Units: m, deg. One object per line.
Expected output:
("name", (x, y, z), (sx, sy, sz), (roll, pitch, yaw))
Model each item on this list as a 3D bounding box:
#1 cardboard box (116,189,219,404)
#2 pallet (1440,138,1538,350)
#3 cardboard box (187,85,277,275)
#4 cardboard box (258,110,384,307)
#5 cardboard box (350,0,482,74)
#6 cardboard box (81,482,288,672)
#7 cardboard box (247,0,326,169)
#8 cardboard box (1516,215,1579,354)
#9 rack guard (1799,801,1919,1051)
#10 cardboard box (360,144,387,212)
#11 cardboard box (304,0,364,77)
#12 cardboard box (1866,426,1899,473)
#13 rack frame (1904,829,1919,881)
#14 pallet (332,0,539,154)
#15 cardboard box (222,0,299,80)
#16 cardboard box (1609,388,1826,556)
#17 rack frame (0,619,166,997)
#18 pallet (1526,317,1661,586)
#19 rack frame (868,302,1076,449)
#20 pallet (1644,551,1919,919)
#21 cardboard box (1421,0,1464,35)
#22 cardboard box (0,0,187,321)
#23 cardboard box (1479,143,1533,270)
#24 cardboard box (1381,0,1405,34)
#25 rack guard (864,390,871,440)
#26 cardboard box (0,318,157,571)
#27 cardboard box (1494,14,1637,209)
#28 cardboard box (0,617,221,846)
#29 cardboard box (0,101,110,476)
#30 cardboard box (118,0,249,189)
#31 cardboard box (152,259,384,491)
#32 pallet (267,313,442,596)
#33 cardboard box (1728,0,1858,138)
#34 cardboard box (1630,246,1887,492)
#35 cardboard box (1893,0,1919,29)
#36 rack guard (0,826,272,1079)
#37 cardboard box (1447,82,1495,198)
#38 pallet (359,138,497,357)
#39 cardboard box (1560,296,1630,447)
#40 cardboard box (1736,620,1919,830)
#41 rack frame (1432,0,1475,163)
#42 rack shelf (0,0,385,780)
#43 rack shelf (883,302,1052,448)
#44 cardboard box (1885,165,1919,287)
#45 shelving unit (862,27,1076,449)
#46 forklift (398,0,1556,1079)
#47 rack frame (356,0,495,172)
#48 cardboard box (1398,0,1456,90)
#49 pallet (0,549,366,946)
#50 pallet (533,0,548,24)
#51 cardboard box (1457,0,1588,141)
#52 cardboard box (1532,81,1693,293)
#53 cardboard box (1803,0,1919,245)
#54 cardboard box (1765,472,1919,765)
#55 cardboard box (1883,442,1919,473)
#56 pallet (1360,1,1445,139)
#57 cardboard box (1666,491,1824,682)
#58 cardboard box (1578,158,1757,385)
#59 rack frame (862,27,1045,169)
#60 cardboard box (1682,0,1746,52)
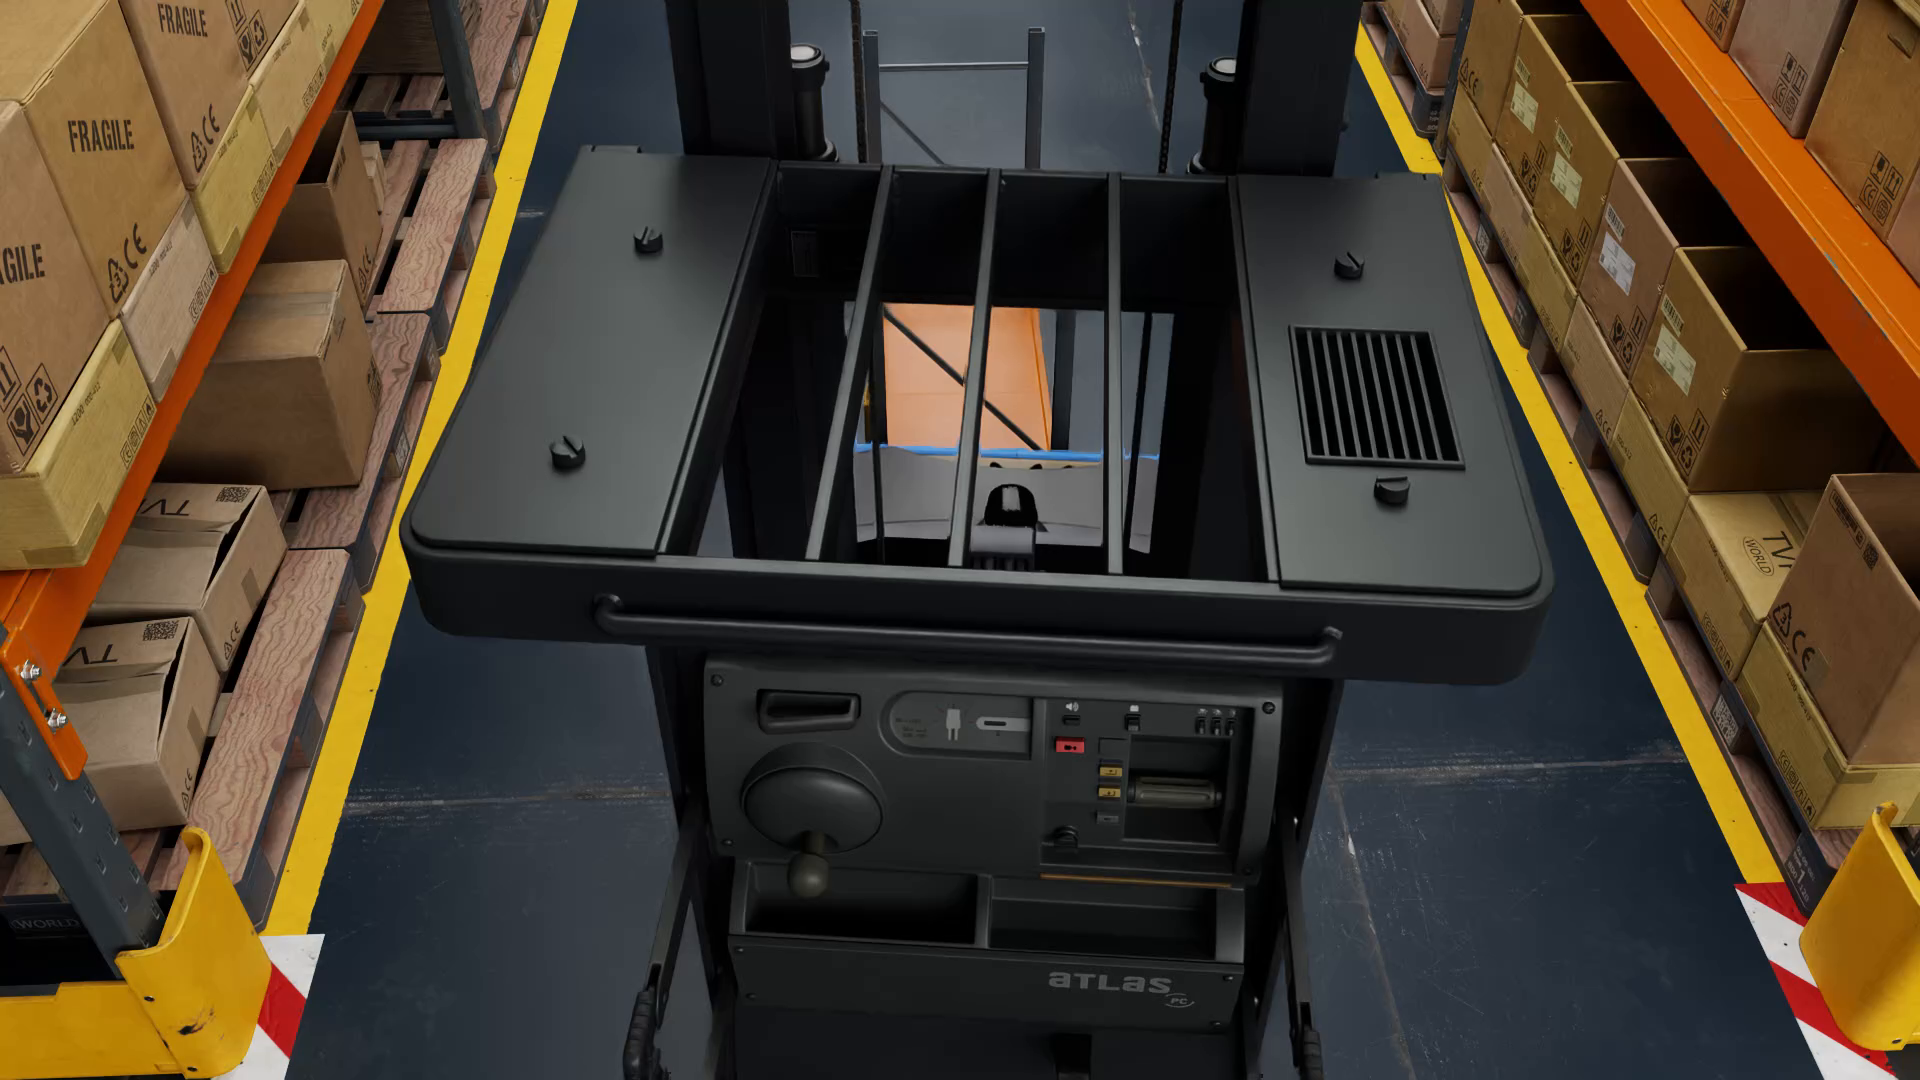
("cardboard box", (-2.010, -0.542, 3.718), (0.500, 0.250, 0.500), (-3, 43, -3))
("pallet", (2.501, -1.181, 6.382), (1.003, 0.211, 1.213), (-2, 43, -2))
("cardboard box", (-2.026, -0.886, 4.093), (0.500, 0.250, 0.500), (-2, 43, -2))
("cardboard box", (-2.356, -1.143, 5.802), (0.500, 0.500, 0.500), (-5, 43, -5))
("cardboard box", (-2.488, -2.339, 7.106), (0.700, 0.500, 0.500), (0, 43, 0))
("cardboard box", (-2.234, 0.073, 4.615), (0.500, 0.311, 0.500), (2, 43, 2))
("cardboard box", (-2.045, -1.228, 4.466), (0.500, 0.250, 0.500), (-1, 43, -1))
("cardboard box", (2.258, -0.891, 5.726), (0.500, 0.250, 0.500), (-2, 43, -2))
("rack guard", (2.680, 0.891, 3.907), (1.175, 0.500, 0.348), (-2, 43, -2))
("cardboard box", (-2.387, -1.359, 6.284), (0.380, 0.166, 0.250), (-7, 43, -7))
("cardboard box", (-2.067, -1.567, 4.836), (0.500, 0.250, 0.500), (-2, 43, -2))
("cardboard box", (2.821, -0.507, 4.752), (0.500, 0.500, 0.500), (-2, 43, -2))
("rack frame", (2.679, -0.046, 3.080), (1.000, 3.000, 0.127), (-2, 43, -2))
("pallet", (-2.475, -2.100, 7.384), (1.003, 0.211, 1.213), (-2, 43, -2))
("cardboard box", (-2.051, -1.492, 4.199), (0.500, 0.500, 0.500), (0, 43, 0))
("cardboard box", (2.305, -0.216, 4.989), (0.500, 0.250, 0.500), (-2, 43, -2))
("rack frame", (-2.270, 0.098, 2.923), (1.000, 3.000, 0.127), (-2, 43, -2))
("pallet", (2.556, -0.355, 5.481), (1.003, 0.211, 1.213), (-2, 43, -2))
("rack frame", (0.025, -0.152, 4.306), (0.500, 1.500, 0.032), (-2, 43, -2))
("pallet", (2.605, 0.467, 4.585), (1.003, 0.211, 1.213), (-2, 43, -2))
("cardboard box", (2.205, -2.360, 6.914), (0.500, 0.311, 0.500), (-2, 43, -2))
("cardboard box", (-2.001, -0.795, 3.439), (0.500, 0.500, 0.500), (-2, 43, -2))
("cardboard box", (2.242, -1.228, 6.094), (0.500, 0.250, 0.500), (-2, 43, -2))
("cardboard box", (2.182, -2.501, 7.483), (0.500, 0.250, 0.500), (-2, 43, -2))
("rack guard", (-0.018, -0.377, 5.476), (0.587, 0.250, 0.087), (-2, 43, -2))
("cardboard box", (-1.974, -0.192, 3.336), (0.500, 0.250, 0.500), (-3, 43, -3))
("cardboard box", (2.245, -1.505, 5.841), (0.500, 0.500, 0.500), (-2, 43, -2))
("cardboard box", (-2.210, 0.458, 4.195), (0.500, 0.311, 0.500), (-6, 43, -7))
("cardboard box", (-1.990, -0.461, 3.074), (0.500, 0.500, 0.500), (-2, 43, -2))
("cardboard box", (-2.017, -1.144, 3.819), (0.500, 0.500, 0.500), (-3, 43, -3))
("cardboard box", (-2.215, -0.493, 5.093), (0.700, 0.500, 0.500), (-4, 43, -4))
("pallet", (-2.321, -0.296, 5.417), (1.003, 0.211, 1.213), (-2, 43, -2))
("cardboard box", (2.603, -1.444, 4.531), (0.700, 0.500, 0.500), (0, 43, -1))
("cardboard box", (2.302, -0.492, 4.736), (0.500, 0.500, 0.500), (-2, 43, -2))
("cardboard box", (2.429, -1.271, 3.863), (0.380, 0.149, 0.250), (0, 43, 0))
("rack guard", (-2.273, 0.969, 3.823), (1.175, 0.500, 0.348), (-2, 43, -2))
("cardboard box", (2.226, -1.566, 6.463), (0.500, 0.250, 0.500), (-2, 43, -2))
("pallet", (-2.376, -1.122, 6.317), (1.003, 0.211, 1.213), (-2, 43, -2))
("cardboard box", (2.285, -0.553, 5.358), (0.500, 0.250, 0.500), (-2, 43, -2))
("cardboard box", (2.361, 0.459, 4.253), (0.500, 0.250, 0.500), (-2, 43, -2))
("rack frame", (2.509, -2.747, 6.027), (1.000, 3.000, 0.127), (-2, 43, -2))
("rack shelf", (-2.355, -0.987, 4.639), (1.077, 0.370, 4.000), (-2, 43, -2))
("rack shelf", (0.004, -0.363, 4.802), (0.538, 0.185, 1.000), (-2, 43, -2))
("cardboard box", (2.645, -0.753, 3.778), (0.700, 0.500, 0.500), (-1, 43, -1))
("shelving unit", (0.003, -0.501, 4.687), (0.587, 1.500, 1.083), (-2, 43, -2))
("forklift", (0.035, 0.483, 2.554), (1.130, 2.935, 3.031), (3, 43, 3))
("rack frame", (-2.440, -2.602, 5.869), (1.000, 3.000, 0.127), (-2, 43, -2))
("cardboard box", (2.202, -2.159, 7.110), (0.500, 0.250, 0.500), (-2, 43, -2))
("pallet", (-2.273, 0.526, 4.520), (1.003, 0.211, 1.213), (-2, 43, -2))
("pallet", (-2.529, -2.925, 8.285), (1.003, 0.211, 1.213), (-2, 43, -2))
("cardboard box", (2.216, -1.842, 6.209), (0.500, 0.500, 0.500), (-2, 43, -2))
("cardboard box", (2.258, -1.167, 5.472), (0.500, 0.500, 0.500), (-2, 43, -2))
("cardboard box", (2.629, -1.088, 4.143), (0.700, 0.500, 0.500), (-1, 43, -2))
("cardboard box", (2.359, 0.183, 4.000), (0.500, 0.500, 0.500), (-2, 43, -2))
("cardboard box", (2.855, -0.170, 4.384), (0.500, 0.500, 0.500), (-2, 43, -2))
("pallet", (2.439, -2.215, 7.510), (1.003, 0.211, 1.213), (-2, 43, -2))
("cardboard box", (2.328, 0.122, 4.621), (0.500, 0.250, 0.500), (-2, 43, -2))
("cardboard box", (2.282, -0.830, 5.104), (0.500, 0.500, 0.500), (-2, 43, -2))
("rack frame", (-0.018, -0.838, 5.055), (0.500, 1.500, 0.032), (-2, 43, -2))
("cardboard box", (2.580, -1.789, 4.908), (0.700, 0.500, 0.500), (-1, 43, -1))
